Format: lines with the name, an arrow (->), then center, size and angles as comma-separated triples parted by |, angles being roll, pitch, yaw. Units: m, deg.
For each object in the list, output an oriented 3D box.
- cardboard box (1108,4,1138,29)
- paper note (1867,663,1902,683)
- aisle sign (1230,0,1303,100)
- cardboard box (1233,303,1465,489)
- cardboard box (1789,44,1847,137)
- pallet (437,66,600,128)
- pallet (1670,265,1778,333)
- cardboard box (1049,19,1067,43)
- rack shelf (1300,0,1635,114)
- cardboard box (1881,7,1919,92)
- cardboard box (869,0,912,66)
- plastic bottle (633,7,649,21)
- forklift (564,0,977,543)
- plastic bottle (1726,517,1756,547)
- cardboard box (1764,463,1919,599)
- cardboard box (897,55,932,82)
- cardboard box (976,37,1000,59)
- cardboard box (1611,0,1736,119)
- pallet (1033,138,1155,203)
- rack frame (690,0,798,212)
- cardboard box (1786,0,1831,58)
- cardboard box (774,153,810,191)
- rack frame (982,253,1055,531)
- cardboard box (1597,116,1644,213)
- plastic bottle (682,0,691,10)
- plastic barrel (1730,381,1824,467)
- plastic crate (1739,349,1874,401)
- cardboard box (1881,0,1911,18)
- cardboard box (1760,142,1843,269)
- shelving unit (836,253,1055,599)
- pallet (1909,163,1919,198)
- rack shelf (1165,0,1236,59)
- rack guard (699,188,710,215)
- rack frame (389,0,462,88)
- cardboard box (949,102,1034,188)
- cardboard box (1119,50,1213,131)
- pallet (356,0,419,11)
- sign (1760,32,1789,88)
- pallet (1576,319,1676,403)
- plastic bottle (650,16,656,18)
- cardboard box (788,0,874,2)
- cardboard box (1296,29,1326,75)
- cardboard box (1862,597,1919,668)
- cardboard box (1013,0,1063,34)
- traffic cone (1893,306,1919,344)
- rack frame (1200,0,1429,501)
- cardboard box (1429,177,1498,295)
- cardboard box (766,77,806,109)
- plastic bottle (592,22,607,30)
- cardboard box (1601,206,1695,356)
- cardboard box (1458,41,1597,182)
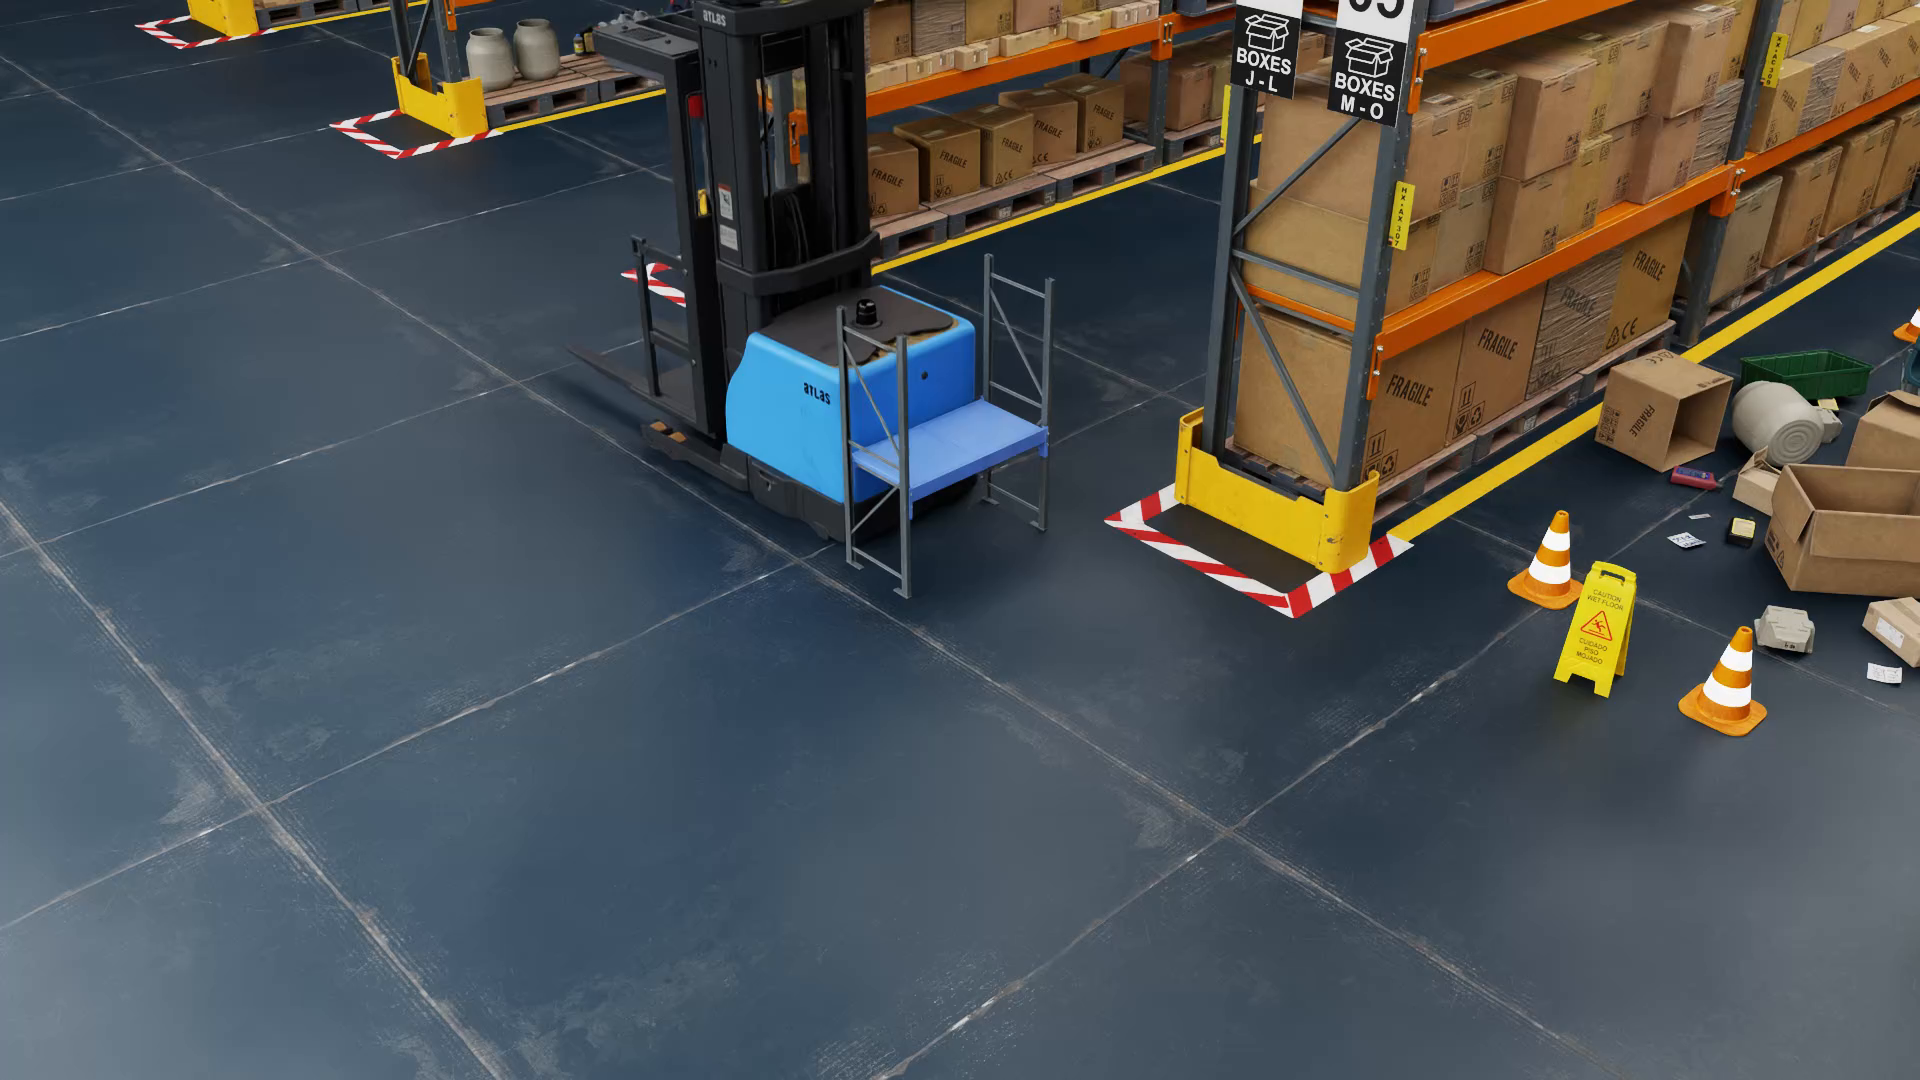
cardboard box -> 1.245, -4.347, 13.725 | 0.250, 0.149, 0.380 | -26, 40, -35
paper note -> 4.537, 0.652, 8.155 | 0.148, 0.019, 0.142 | 15, 34, 23
aisle sign -> 1.501, -2.575, 8.093 | 0.004, 0.787, 0.394 | -26, 40, -35
cardboard box -> 2.210, -0.914, 9.504 | 0.875, 0.875, 0.875 | -26, 40, -35
cardboard box -> 5.629, -3.100, 11.349 | 0.500, 0.500, 0.500 | -25, 40, -35
pallet -> -4.285, -4.345, 16.154 | 1.213, 0.211, 1.003 | -26, 40, -35
pallet -> 5.205, -1.908, 12.167 | 1.213, 0.211, 1.003 | -26, 40, -35
cardboard box -> 0.640, -4.112, 13.340 | 0.250, 0.149, 0.380 | -26, 40, -35
rack shelf -> 3.224, -3.058, 9.190 | 4.000, 0.370, 1.077 | -26, 40, -35
cardboard box -> 6.743, -3.640, 12.232 | 0.500, 0.500, 0.500 | -27, 40, -36
cardboard box -> -0.834, -3.887, 12.350 | 0.500, 0.500, 0.875 | -26, 40, -35
plastic bottle -> -3.300, -5.335, 17.217 | 0.185, 0.351, 0.144 | -26, 40, -36
forklift -> -1.295, -1.900, 9.547 | 1.130, 2.935, 3.031 | -27, 41, -37
plastic bottle -> 4.368, -0.061, 9.291 | 0.133, 0.061, 0.283 | 15, 34, 23
cardboard box -> 4.764, -0.045, 8.841 | 0.797, 0.503, 0.637 | 4, 32, 6
cardboard box -> -0.423, -3.559, 12.435 | 0.250, 0.149, 0.380 | -26, 40, -35
cardboard box -> 0.089, -3.846, 12.906 | 0.250, 0.149, 0.380 | -26, 40, -35
cardboard box -> 4.072, -2.962, 10.040 | 0.550, 0.550, 0.875 | -26, 40, -35
pallet -> 0.924, -3.287, 14.422 | 1.213, 0.211, 1.003 | -26, 40, -35
rack frame -> -1.541, -3.309, 11.786 | 0.127, 3.000, 1.000 | -26, 40, -35
cardboard box -> 5.426, -3.626, 11.250 | 0.500, 0.500, 0.700 | -27, 40, -36
cardboard box -> -1.072, -2.637, 12.681 | 0.500, 0.500, 0.500 | -18, 36, -27
rack frame -> 0.310, -0.790, 9.104 | 0.032, 1.500, 0.500 | -26, 40, -35
cardboard box -> 3.564, -2.373, 10.112 | 0.550, 0.550, 0.875 | -26, 40, -35
plastic bottle -> -2.849, -5.553, 17.573 | 0.185, 0.351, 0.144 | -25, 39, -34
plastic barrel -> 4.902, -0.706, 10.000 | 0.421, 0.421, 0.512 | -1, 31, -2
plastic crate -> 5.454, -1.057, 10.743 | 0.662, 0.188, 0.450 | -7, 22, -11
cardboard box -> 6.543, -4.165, 12.131 | 0.500, 0.500, 0.700 | -27, 40, -36
cardboard box -> 5.795, -2.609, 12.396 | 0.750, 0.750, 1.050 | -26, 40, -35
shelving unit -> -0.063, -0.610, 8.809 | 1.048, 1.500, 0.538 | -26, 40, -35
pallet -> 8.198, -3.301, 14.445 | 1.213, 0.211, 1.003 | -26, 40, -35
rack shelf -> 2.859, -5.130, 15.454 | 4.000, 0.370, 1.077 | -26, 40, -35
rack guard -> -1.485, -2.270, 12.483 | 0.348, 0.500, 1.175 | -26, 40, -35
rack frame -> -4.909, -5.204, 14.885 | 0.127, 3.000, 1.000 | -26, 40, -35
cardboard box -> 0.255, -3.258, 13.696 | 0.500, 0.500, 0.500 | 25, 39, 35
cardboard box -> 1.857, -4.059, 14.987 | 0.700, 0.500, 0.500 | 26, 40, 35
pallet -> -6.847, -6.628, 19.887 | 1.213, 0.211, 1.003 | -26, 40, -35
sign -> 5.069, -2.986, 10.352 | 0.005, 0.325, 0.100 | -26, 40, -35
pallet -> 4.080, -1.365, 11.280 | 1.213, 0.211, 1.003 | -26, 40, -35
plastic bottle -> -3.180, -5.255, 17.158 | 0.135, 0.276, 0.152 | -26, 40, -35
cardboard box -> -0.952, -3.996, 11.570 | 0.500, 0.500, 0.500 | -26, 40, -35
cardboard box -> 3.039, -4.617, 15.900 | 0.500, 0.500, 0.700 | -22, 38, -32
cardboard box -> 4.784, 0.461, 8.354 | 0.250, 0.149, 0.380 | -7, 32, -11
cardboard box -> 0.331, -4.382, 13.160 | 0.500, 0.500, 0.875 | -26, 40, -35
traffic cone -> 6.701, -1.610, 11.440 | 0.334, 0.463, 0.336 | -26, 40, -35
rack frame -> 1.757, -1.376, 8.625 | 0.127, 3.000, 1.000 | -26, 40, -35
cardboard box -> 2.387, -1.792, 9.162 | 0.550, 0.550, 0.875 | -26, 40, -35
cardboard box -> -1.170, -3.212, 11.868 | 0.250, 0.149, 0.380 | -26, 40, -35
plastic bottle -> -3.656, -5.128, 16.949 | 0.135, 0.276, 0.152 | -25, 40, -35
cardboard box -> 4.182, -1.871, 11.069 | 0.875, 0.875, 0.875 | -25, 39, -35
cardboard box -> 2.899, -2.394, 9.112 | 0.550, 0.550, 0.875 | -26, 40, -35
